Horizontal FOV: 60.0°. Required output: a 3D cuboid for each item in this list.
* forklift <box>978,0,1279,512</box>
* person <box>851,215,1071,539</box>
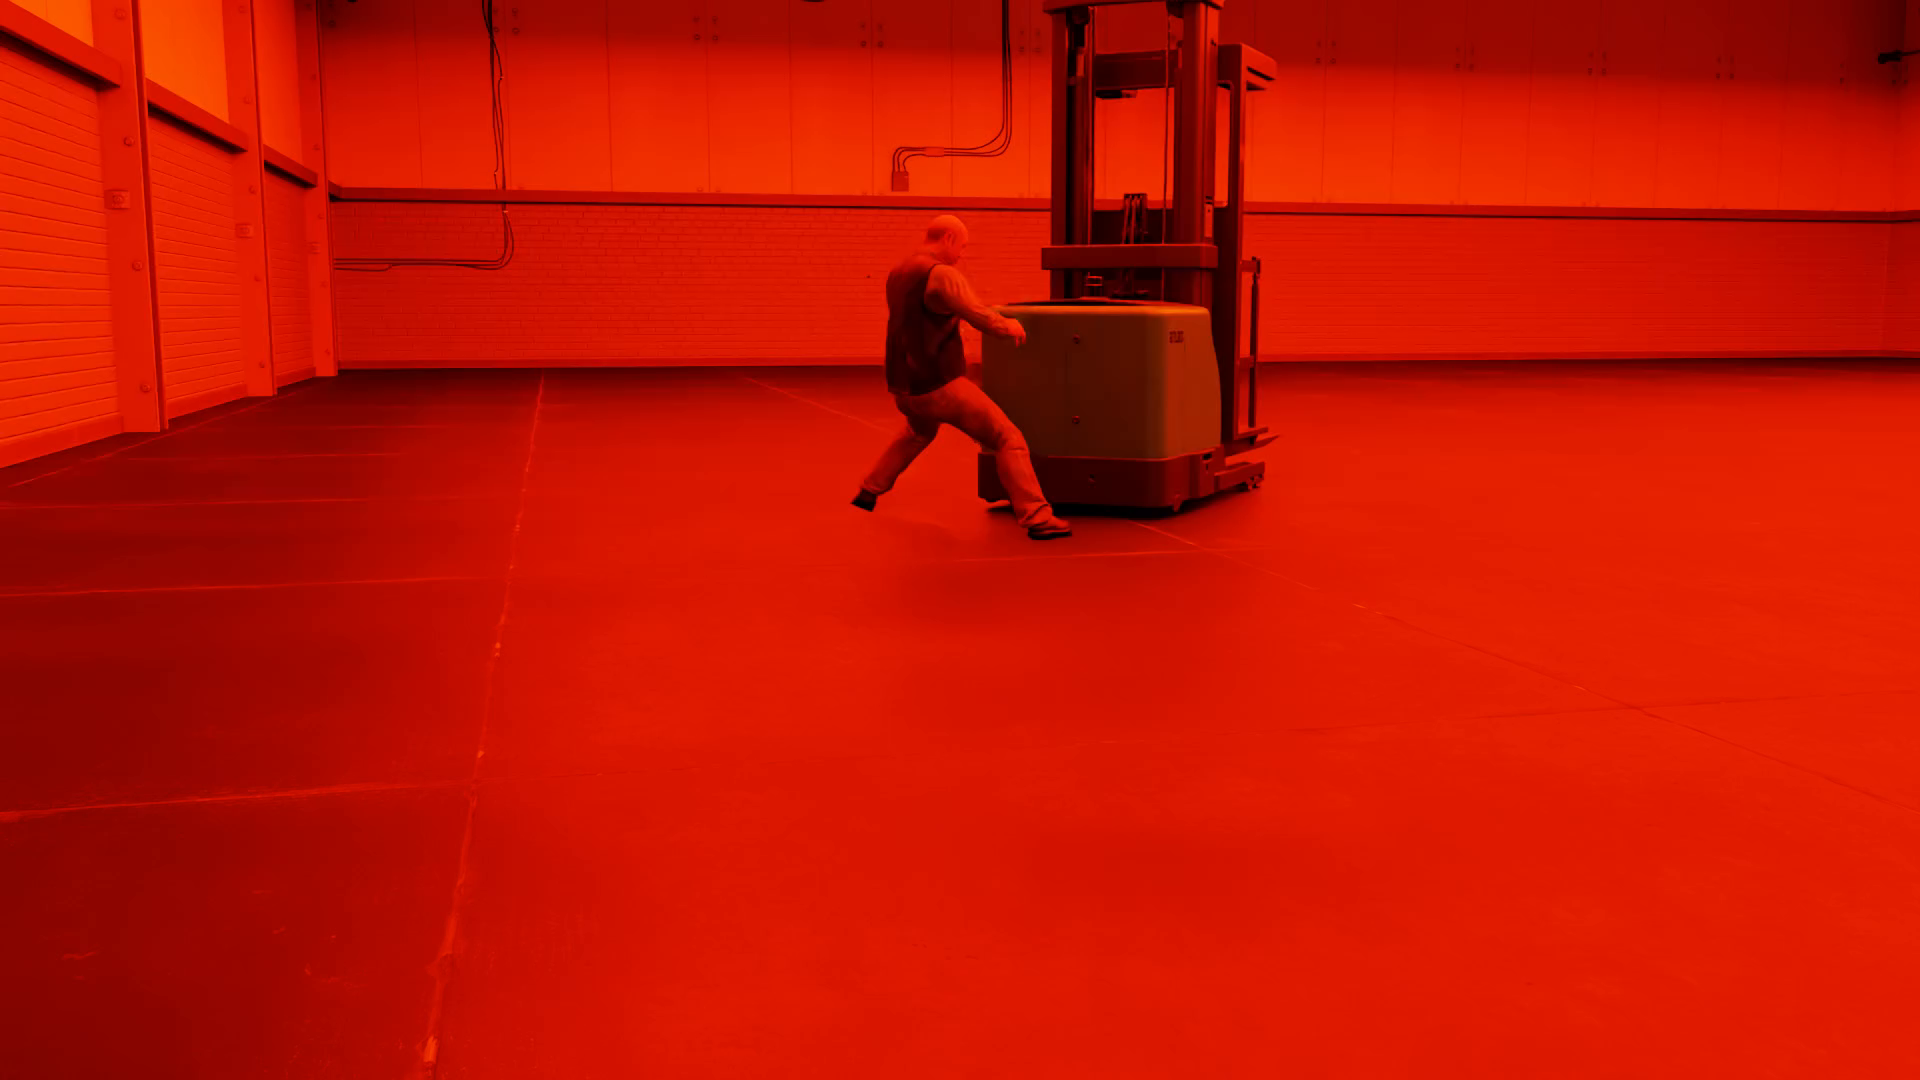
[{"bbox_3d":[1.177,-1.759,9.700,1.130,2.935,3.031,4,9,25],"label":"forklift"},{"bbox_3d":[-0.035,-0.818,8.114,0.725,1.504,1.291,-4,9,-28],"label":"person"}]
